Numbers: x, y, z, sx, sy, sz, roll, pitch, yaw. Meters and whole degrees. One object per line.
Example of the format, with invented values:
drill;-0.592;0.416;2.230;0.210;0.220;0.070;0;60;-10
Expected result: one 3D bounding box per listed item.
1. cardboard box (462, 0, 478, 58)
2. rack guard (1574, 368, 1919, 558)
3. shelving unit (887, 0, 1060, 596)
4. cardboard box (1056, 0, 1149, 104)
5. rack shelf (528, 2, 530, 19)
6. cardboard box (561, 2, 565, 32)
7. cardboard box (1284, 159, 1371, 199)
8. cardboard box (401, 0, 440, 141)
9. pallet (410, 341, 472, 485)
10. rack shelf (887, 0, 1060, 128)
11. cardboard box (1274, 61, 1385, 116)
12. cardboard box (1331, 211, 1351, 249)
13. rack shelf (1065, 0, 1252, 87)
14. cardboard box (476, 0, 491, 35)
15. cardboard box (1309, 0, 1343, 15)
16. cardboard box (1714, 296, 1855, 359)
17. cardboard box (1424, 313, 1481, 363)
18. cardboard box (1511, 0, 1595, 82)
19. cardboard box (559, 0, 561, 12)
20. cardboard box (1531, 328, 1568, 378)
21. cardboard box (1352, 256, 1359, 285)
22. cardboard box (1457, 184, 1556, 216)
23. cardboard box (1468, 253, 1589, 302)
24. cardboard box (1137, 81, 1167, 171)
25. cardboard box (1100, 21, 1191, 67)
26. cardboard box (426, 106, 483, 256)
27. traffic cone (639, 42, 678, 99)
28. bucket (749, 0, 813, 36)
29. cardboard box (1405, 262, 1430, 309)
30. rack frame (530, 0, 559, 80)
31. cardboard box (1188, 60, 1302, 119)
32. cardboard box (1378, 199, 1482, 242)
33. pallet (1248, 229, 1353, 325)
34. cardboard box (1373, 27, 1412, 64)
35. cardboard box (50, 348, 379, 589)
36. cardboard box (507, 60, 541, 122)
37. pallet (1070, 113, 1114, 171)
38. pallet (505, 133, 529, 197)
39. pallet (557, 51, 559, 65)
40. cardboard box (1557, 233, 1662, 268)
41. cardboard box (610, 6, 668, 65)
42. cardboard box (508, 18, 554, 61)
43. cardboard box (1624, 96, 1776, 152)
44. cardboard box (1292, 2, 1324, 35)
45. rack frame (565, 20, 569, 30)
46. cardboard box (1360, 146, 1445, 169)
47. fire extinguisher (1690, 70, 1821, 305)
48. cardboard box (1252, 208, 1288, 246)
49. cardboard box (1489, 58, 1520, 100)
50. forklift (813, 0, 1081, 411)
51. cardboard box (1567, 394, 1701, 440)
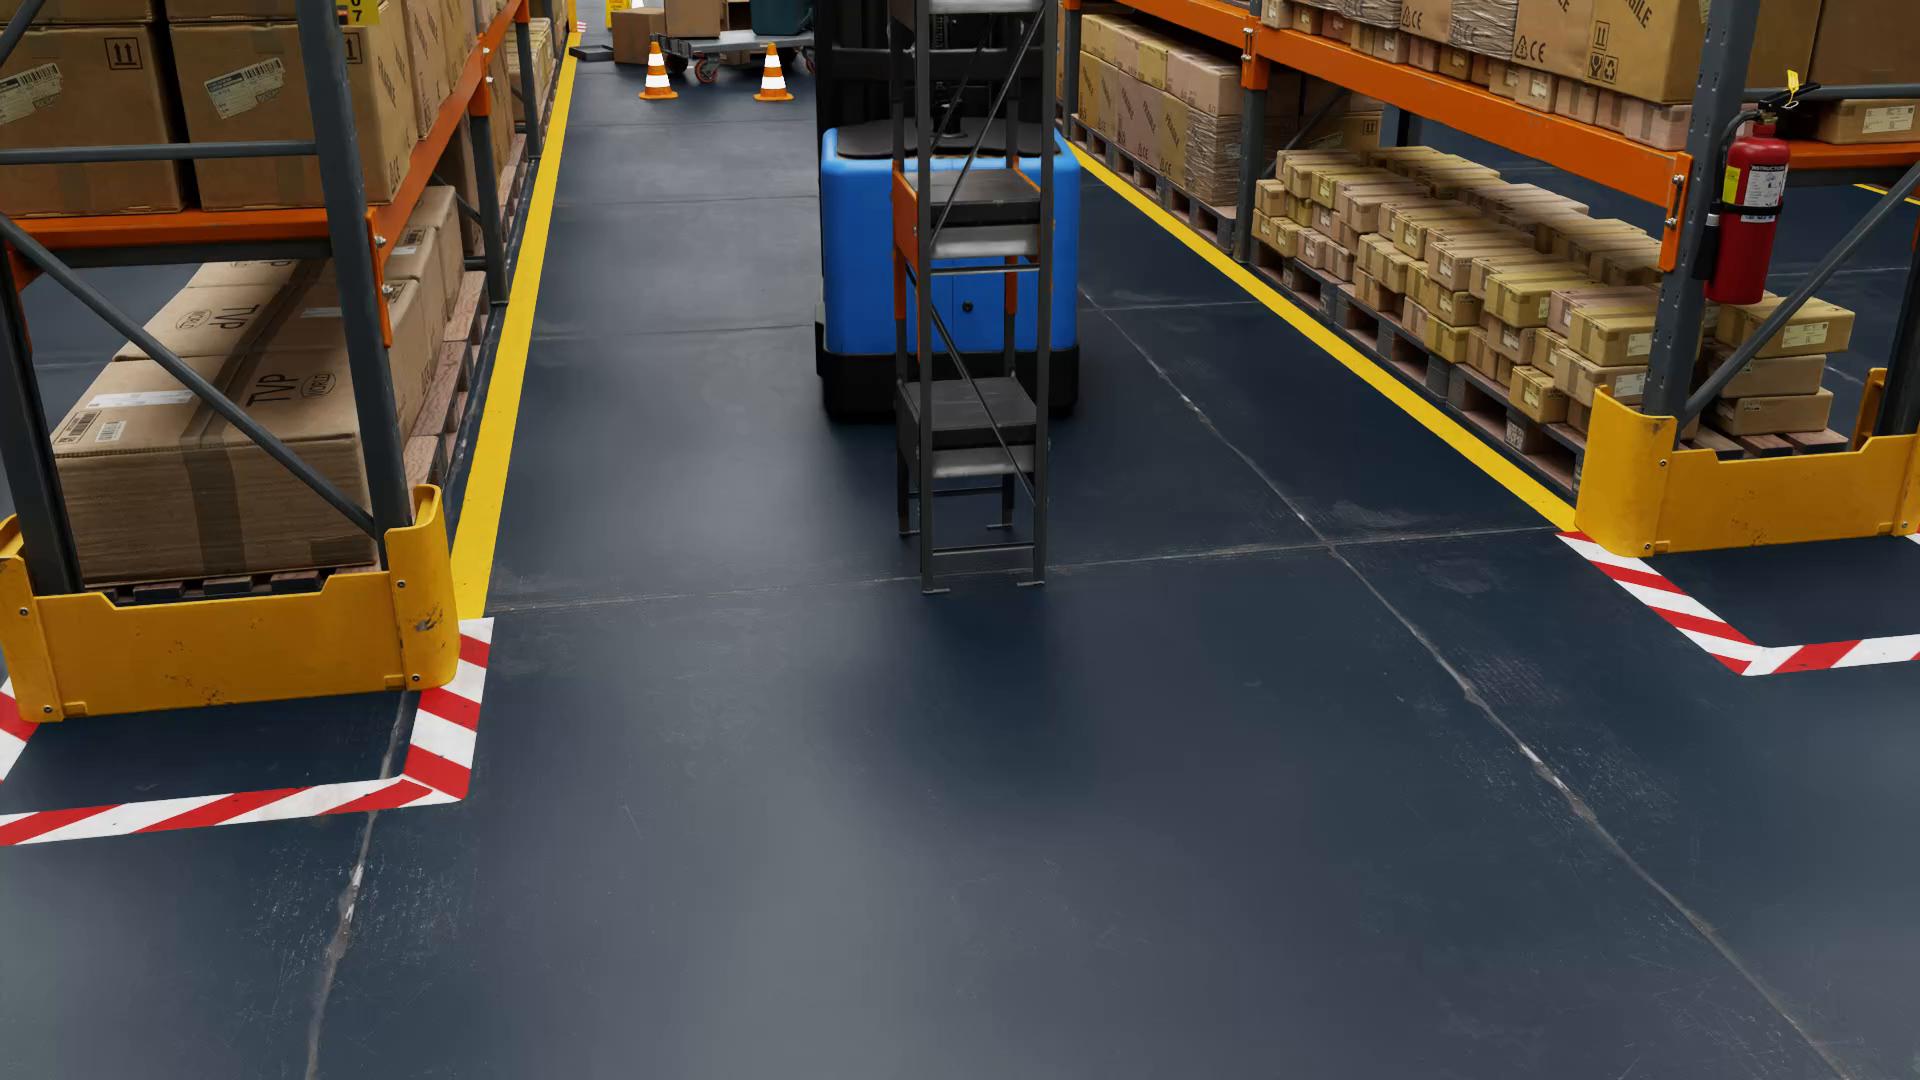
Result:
cardboard box;-2.472;-2.440;7.465;0.500;0.500;0.500;-4;24;-9
rack guard;2.762;-0.275;5.755;1.175;0.500;0.348;-4;24;-10
shelving unit;0.031;-0.897;5.181;0.431;2.100;0.503;-4;24;-10
cardboard box;1.273;-3.945;13.321;1.050;0.750;0.750;-5;24;-10
rack shelf;-3.919;-4.588;13.407;1.077;0.370;4.000;-4;24;-10
cardboard box;-4.424;-5.503;17.512;0.500;0.250;0.500;-5;24;-12
cardboard box;1.890;-1.859;8.553;0.380;0.149;0.250;-3;24;-7
cardboard box;-2.073;-1.639;5.629;0.500;0.500;0.500;-4;24;-10
pallet;-2.516;-0.494;6.618;1.003;0.211;1.213;-4;24;-10
rack shelf;0.031;-1.526;4.906;0.431;0.518;0.480;-4;24;-10
cardboard box;2.160;-2.665;9.765;0.500;0.250;0.500;-5;24;-12
cardboard box;2.052;-1.528;8.165;0.380;0.149;0.250;-6;24;-12
rack shelf;1.667;-3.421;10.734;1.077;0.370;4.000;-4;24;-10
cardboard box;-2.631;-2.682;8.330;0.500;0.250;0.500;-5;24;-11
cardboard box;1.979;-2.739;7.776;0.500;0.500;0.500;-4;24;-10
cardboard box;3.014;-0.781;6.083;0.380;0.149;0.250;-5;24;-12
cardboard box;2.196;-0.864;7.018;0.380;0.149;0.250;-5;24;-12
cardboard box;2.350;-1.933;5.933;0.500;0.500;0.500;-5;24;-11
cardboard box;-4.243;-5.442;16.437;0.500;0.500;0.500;-3;24;-8
cardboard box;2.403;-0.706;6.285;0.380;0.149;0.250;-5;24;-11
cardboard box;2.115;-1.285;7.982;0.380;0.149;0.250;-5;24;-12
cardboard box;2.610;-1.599;7.958;0.380;0.149;0.250;-5;24;-12
cardboard box;2.281;-1.041;6.679;0.380;0.149;0.250;-5;24;-12
cardboard box;1.467;-2.687;10.754;0.500;0.500;0.500;-5;24;-11
cardboard box;1.281;-3.439;11.539;0.500;0.250;0.500;-5;24;-10
cardboard box;-3.002;-2.015;8.745;0.875;0.875;0.875;-4;24;-8
traffic cone;-2.683;-4.158;14.692;0.336;0.463;0.334;-4;24;-10
bucket;-1.733;-5.190;16.076;0.726;0.611;0.620;4;34;9
cardboard box;2.163;-1.109;7.206;0.380;0.149;0.250;-3;24;-7
rack frame;-4.288;-5.705;15.064;1.000;3.000;0.127;-4;24;-10
cardboard box;1.651;-2.629;9.683;0.500;0.250;0.500;-5;24;-11
cardboard box;2.154;-1.455;7.628;0.380;0.149;0.250;-5;24;-12
pallet;2.196;-1.425;8.748;1.003;0.211;1.213;-4;24;-10
cardboard box;2.059;-2.199;7.351;0.380;0.149;0.250;-3;24;-7
cardboard box;-2.290;-0.255;5.263;0.875;0.438;0.875;-5;24;-12
cardboard box;-3.643;-3.342;12.414;0.950;0.372;0.625;-6;24;-13
pallet;1.440;-2.952;12.245;1.003;0.211;1.213;-4;24;-10
pallet;-3.477;-2.538;11.297;1.003;0.211;1.213;-4;24;-10
pallet;-4.447;-4.688;16.221;1.003;0.211;1.213;-4;24;-10
cardboard box;2.754;-1.190;7.021;0.380;0.149;0.250;-3;24;-8
cardboard box;-3.149;-5.082;16.759;0.500;0.500;0.500;13;27;27
cardboard box;-4.189;-4.487;15.034;0.950;0.372;0.625;-4;24;-9
cardboard box;2.438;-1.383;5.482;0.380;0.149;0.250;-4;24;-10
cardboard box;1.888;-2.617;8.308;0.380;0.149;0.250;-4;24;-8
rack frame;-5.028;-7.278;18.666;1.000;3.000;0.127;-4;24;-10
cardboard box;2.358;-2.002;8.880;0.380;0.149;0.250;-4;24;-8
fire extinguisher;2.370;-1.051;4.971;0.296;0.674;0.183;-4;24;-10
cardboard box;1.788;-1.683;8.893;0.380;0.149;0.250;-5;24;-12
cardboard box;2.278;-1.785;6.404;0.380;0.149;0.250;-5;24;-12
forklift;-0.126;-2.417;7.623;1.130;2.935;3.031;-2;24;-3
cardboard box;2.474;-0.468;6.112;0.380;0.149;0.250;-4;24;-9
